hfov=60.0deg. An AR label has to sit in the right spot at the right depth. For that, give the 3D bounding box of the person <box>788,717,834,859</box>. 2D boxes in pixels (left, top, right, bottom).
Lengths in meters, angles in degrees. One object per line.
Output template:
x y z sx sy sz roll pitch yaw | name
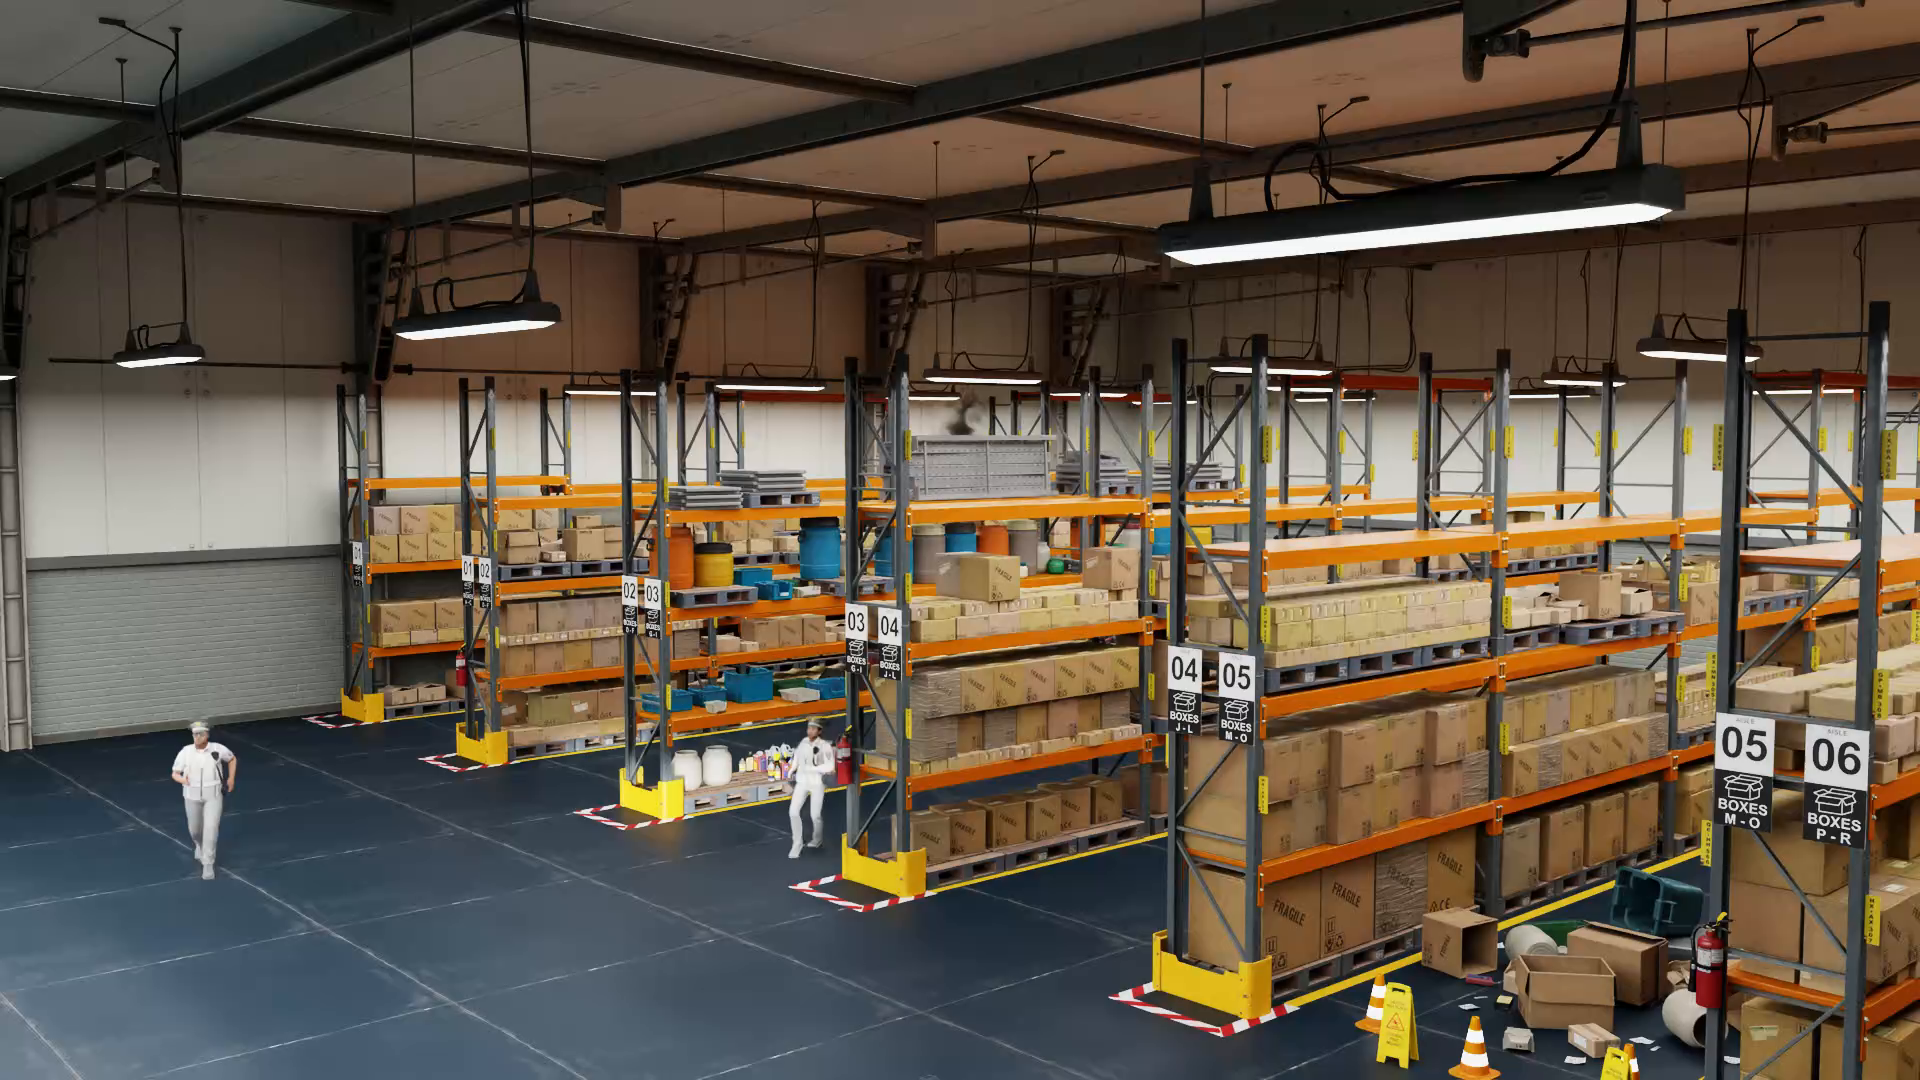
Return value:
-1.797 3.011 20.251 0.627 1.758 0.623 1 4 16 | person

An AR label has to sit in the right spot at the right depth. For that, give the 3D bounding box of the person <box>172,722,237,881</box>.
-8.843 2.997 19.455 0.675 1.765 1.032 -1 4 -18 | person
